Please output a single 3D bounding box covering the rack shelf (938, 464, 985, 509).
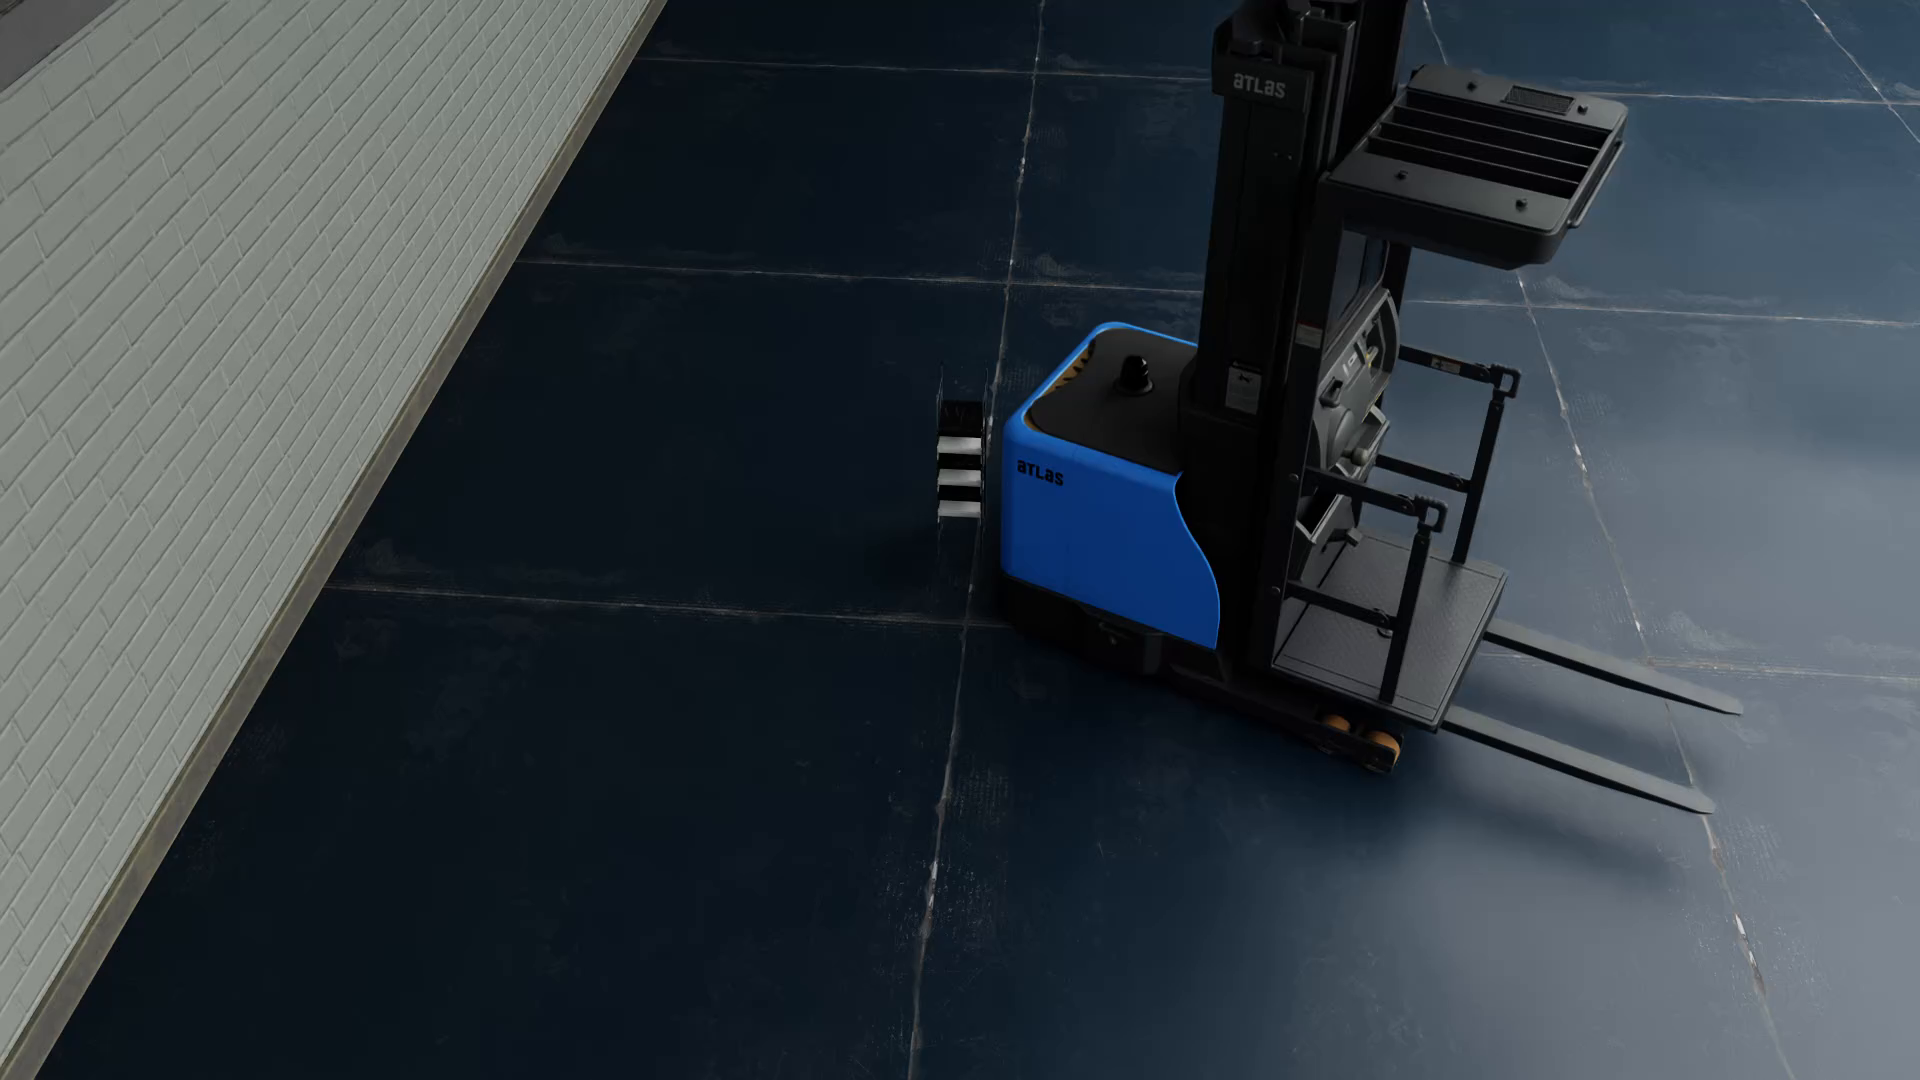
[{"bbox_3d":[0.008,-0.253,7.714,0.200,0.077,0.258,3,39,4],"label":"rack shelf"}]

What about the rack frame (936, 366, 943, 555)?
[{"bbox_3d":[-0.093,-0.354,7.643,0.006,0.900,0.240,3,39,4],"label":"rack frame"}]

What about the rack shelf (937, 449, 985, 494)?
[{"bbox_3d":[0.008,-0.323,7.657,0.200,0.077,0.258,3,39,4],"label":"rack shelf"}]

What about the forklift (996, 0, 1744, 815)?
[{"bbox_3d":[1.699,-0.580,6.311,3.031,2.935,1.130,20,43,22],"label":"forklift"}]

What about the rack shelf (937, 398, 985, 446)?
[{"bbox_3d":[0.008,-0.532,7.486,0.200,0.077,0.258,3,39,4],"label":"rack shelf"}]

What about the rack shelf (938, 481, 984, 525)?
[{"bbox_3d":[0.008,-0.183,7.771,0.200,0.077,0.258,3,39,4],"label":"rack shelf"}]

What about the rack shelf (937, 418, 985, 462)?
[{"bbox_3d":[0.008,-0.462,7.543,0.200,0.077,0.258,3,39,4],"label":"rack shelf"}]

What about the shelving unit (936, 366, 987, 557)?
[{"bbox_3d":[0.008,-0.349,7.636,0.210,0.900,0.258,3,39,4],"label":"shelving unit"}]

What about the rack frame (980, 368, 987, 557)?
[{"bbox_3d":[0.109,-0.343,7.629,0.006,0.900,0.240,3,39,4],"label":"rack frame"}]

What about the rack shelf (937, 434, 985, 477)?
[{"bbox_3d":[0.008,-0.393,7.600,0.200,0.077,0.258,3,39,4],"label":"rack shelf"}]
